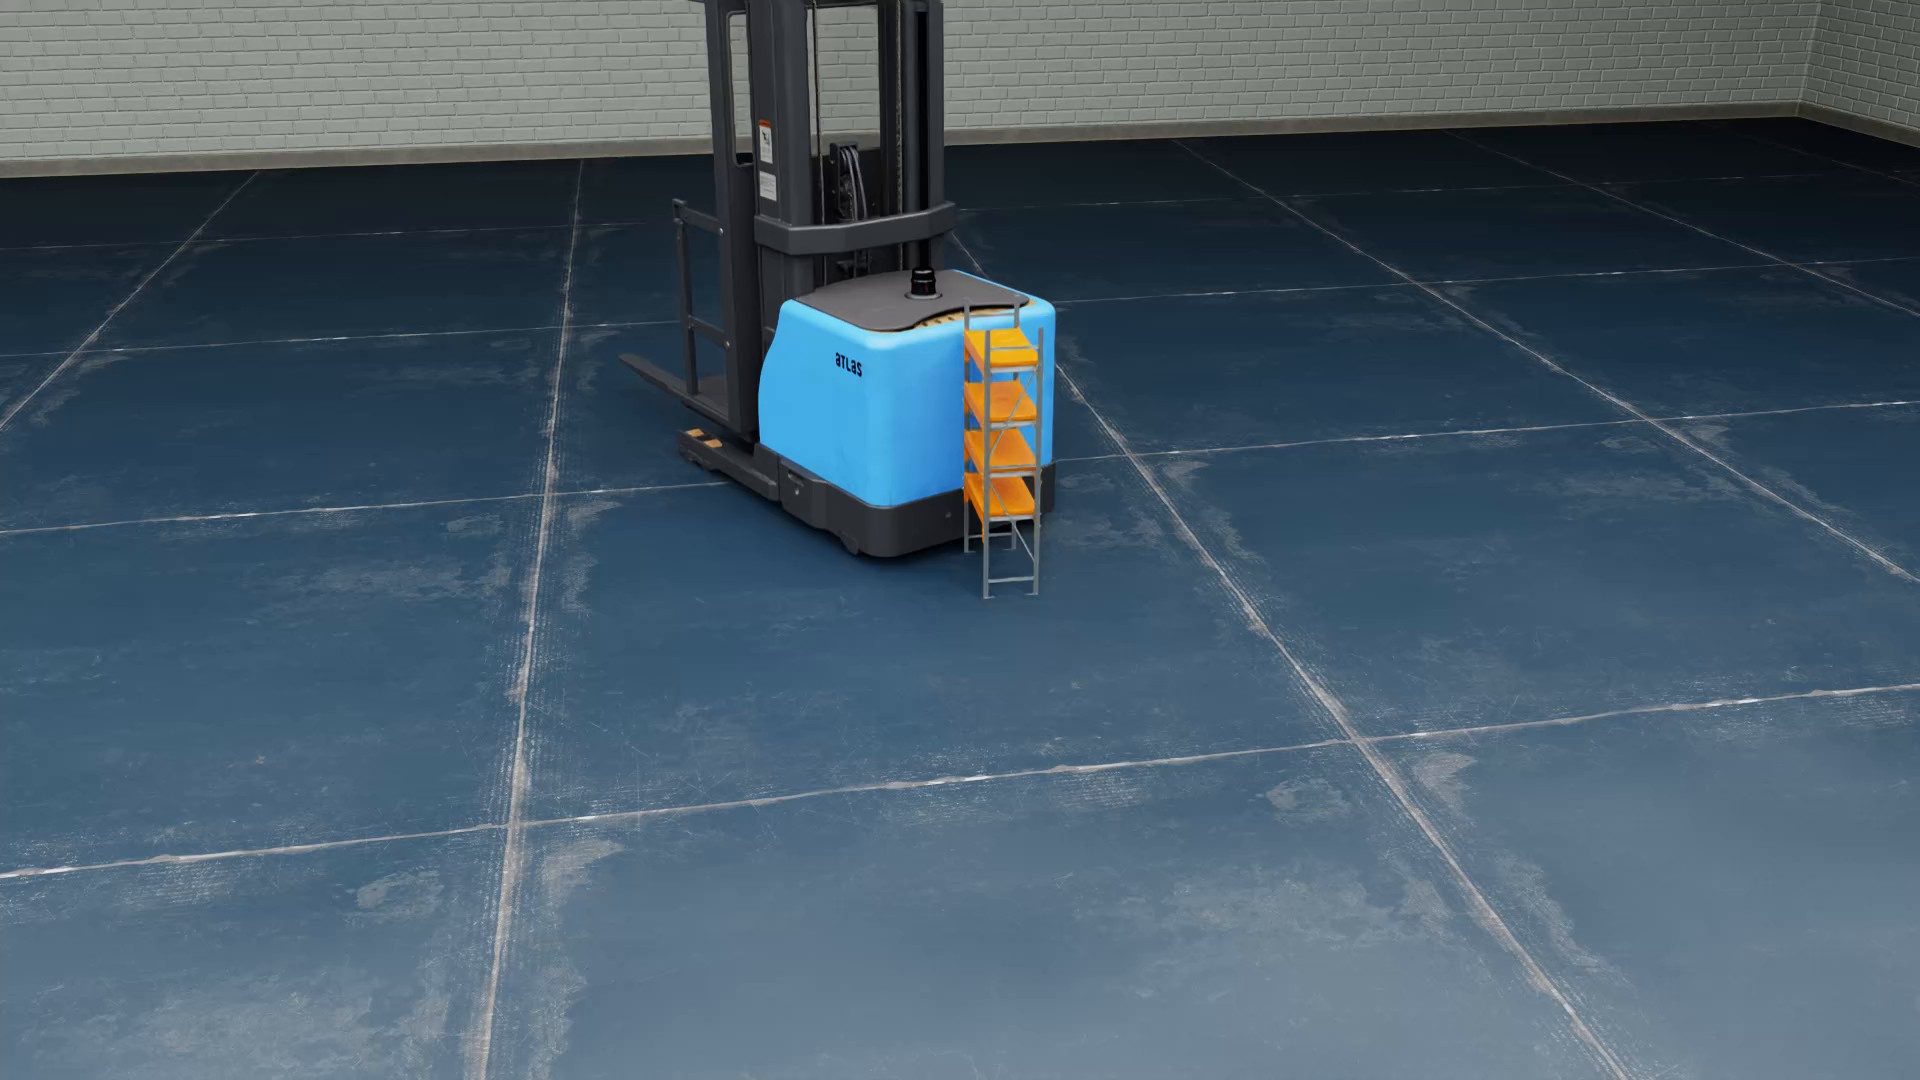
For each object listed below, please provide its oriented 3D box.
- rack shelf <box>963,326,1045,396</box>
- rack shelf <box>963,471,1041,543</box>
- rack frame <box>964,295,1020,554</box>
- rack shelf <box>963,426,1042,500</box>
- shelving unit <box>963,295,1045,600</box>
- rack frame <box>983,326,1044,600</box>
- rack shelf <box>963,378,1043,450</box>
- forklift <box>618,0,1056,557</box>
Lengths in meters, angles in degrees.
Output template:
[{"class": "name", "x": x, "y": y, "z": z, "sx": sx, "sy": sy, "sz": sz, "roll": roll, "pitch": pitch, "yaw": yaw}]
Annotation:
[{"class": "rack shelf", "x": 0.179, "y": -0.760, "z": 7.009, "sx": 0.258, "sy": 0.148, "sz": 0.480, "roll": -4, "pitch": 24, "yaw": -9}, {"class": "rack shelf", "x": 0.179, "y": -0.156, "z": 7.273, "sx": 0.258, "sy": 0.148, "sz": 0.480, "roll": -4, "pitch": 24, "yaw": -9}, {"class": "rack frame", "x": 0.138, "y": -0.496, "z": 7.387, "sx": 0.240, "sy": 1.200, "sz": 0.015, "roll": -4, "pitch": 24, "yaw": -9}, {"class": "rack shelf", "x": 0.179, "y": -0.338, "z": 7.194, "sx": 0.258, "sy": 0.148, "sz": 0.480, "roll": -4, "pitch": 24, "yaw": -9}, {"class": "shelving unit", "x": 0.179, "y": -0.400, "z": 7.167, "sx": 0.258, "sy": 1.200, "sz": 0.503, "roll": -4, "pitch": 24, "yaw": -9}, {"class": "rack frame", "x": 0.220, "y": -0.304, "z": 6.946, "sx": 0.240, "sy": 1.200, "sz": 0.015, "roll": -4, "pitch": 24, "yaw": -9}, {"class": "rack shelf", "x": 0.179, "y": -0.543, "z": 7.104, "sx": 0.258, "sy": 0.148, "sz": 0.480, "roll": -4, "pitch": 24, "yaw": -9}, {"class": "forklift", "x": -0.822, "y": -1.795, "z": 8.199, "sx": 1.130, "sy": 2.935, "sz": 3.031, "roll": -16, "pitch": 28, "yaw": -33}]
